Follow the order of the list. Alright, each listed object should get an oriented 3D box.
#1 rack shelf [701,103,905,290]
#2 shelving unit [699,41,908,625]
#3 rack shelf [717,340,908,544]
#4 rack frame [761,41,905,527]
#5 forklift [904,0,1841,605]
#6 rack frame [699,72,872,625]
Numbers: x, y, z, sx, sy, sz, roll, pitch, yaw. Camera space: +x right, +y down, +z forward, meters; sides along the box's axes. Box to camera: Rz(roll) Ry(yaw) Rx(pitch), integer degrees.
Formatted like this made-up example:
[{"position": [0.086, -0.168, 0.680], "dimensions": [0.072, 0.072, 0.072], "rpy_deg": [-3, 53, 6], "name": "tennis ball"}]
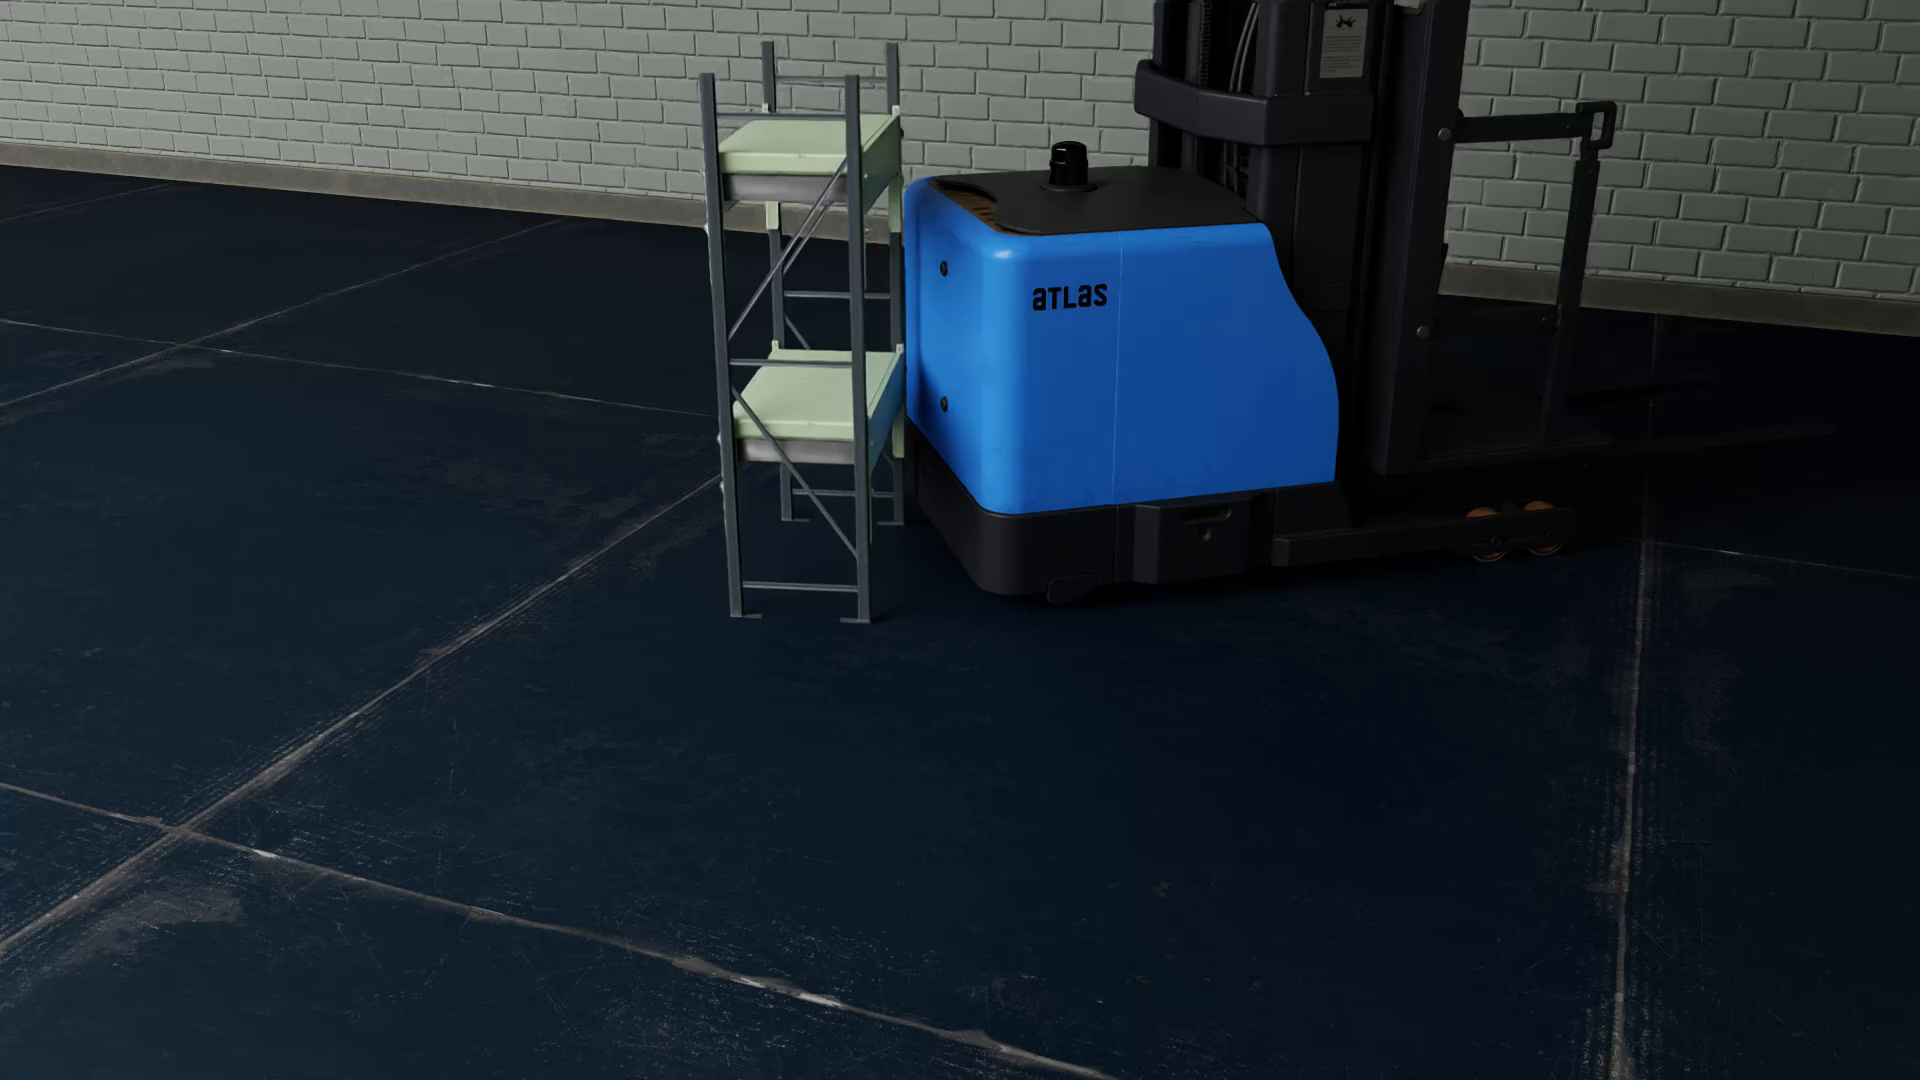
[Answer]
[{"position": [-0.413, -0.966, 4.604], "dimensions": [0.431, 0.370, 0.720], "rpy_deg": [2, 23, 5], "name": "rack shelf"}, {"position": [-0.413, -0.606, 4.755], "dimensions": [0.431, 1.500, 0.755], "rpy_deg": [2, 23, 5], "name": "shelving unit"}, {"position": [-0.413, -0.305, 4.880], "dimensions": [0.431, 0.370, 0.720], "rpy_deg": [2, 23, 5], "name": "rack shelf"}, {"position": [-0.376, -0.746, 5.091], "dimensions": [0.400, 1.500, 0.023], "rpy_deg": [2, 23, 5], "name": "rack frame"}, {"position": [1.389, -1.473, 4.973], "dimensions": [3.031, 2.935, 1.130], "rpy_deg": [-6, 23, -15], "name": "forklift"}, {"position": [-0.450, -0.466, 4.419], "dimensions": [0.400, 1.500, 0.023], "rpy_deg": [2, 23, 5], "name": "rack frame"}]
